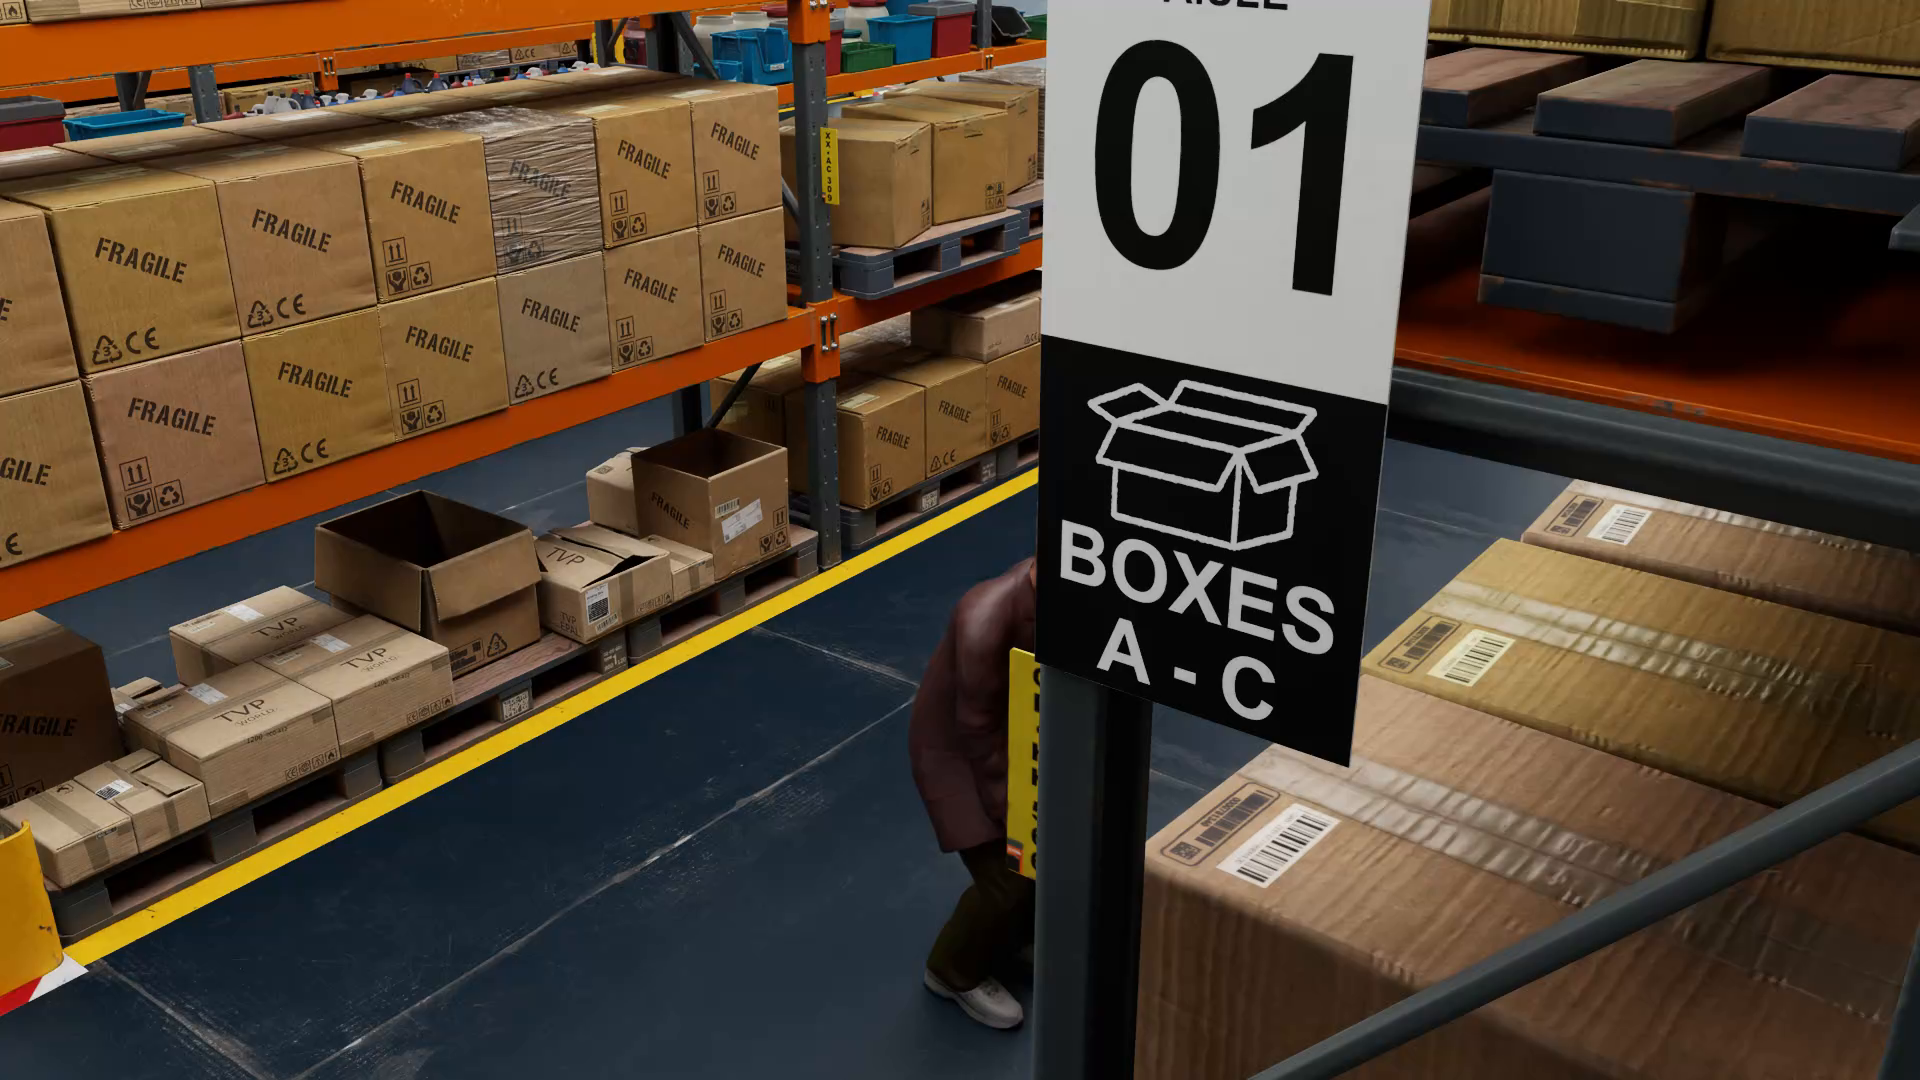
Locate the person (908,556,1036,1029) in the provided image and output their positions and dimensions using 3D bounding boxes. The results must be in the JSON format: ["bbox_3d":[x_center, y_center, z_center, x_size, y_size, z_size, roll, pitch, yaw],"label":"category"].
[{"bbox_3d":[0.157,0.644,4.878,0.588,1.577,0.623,17,28,34],"label":"person"}]
